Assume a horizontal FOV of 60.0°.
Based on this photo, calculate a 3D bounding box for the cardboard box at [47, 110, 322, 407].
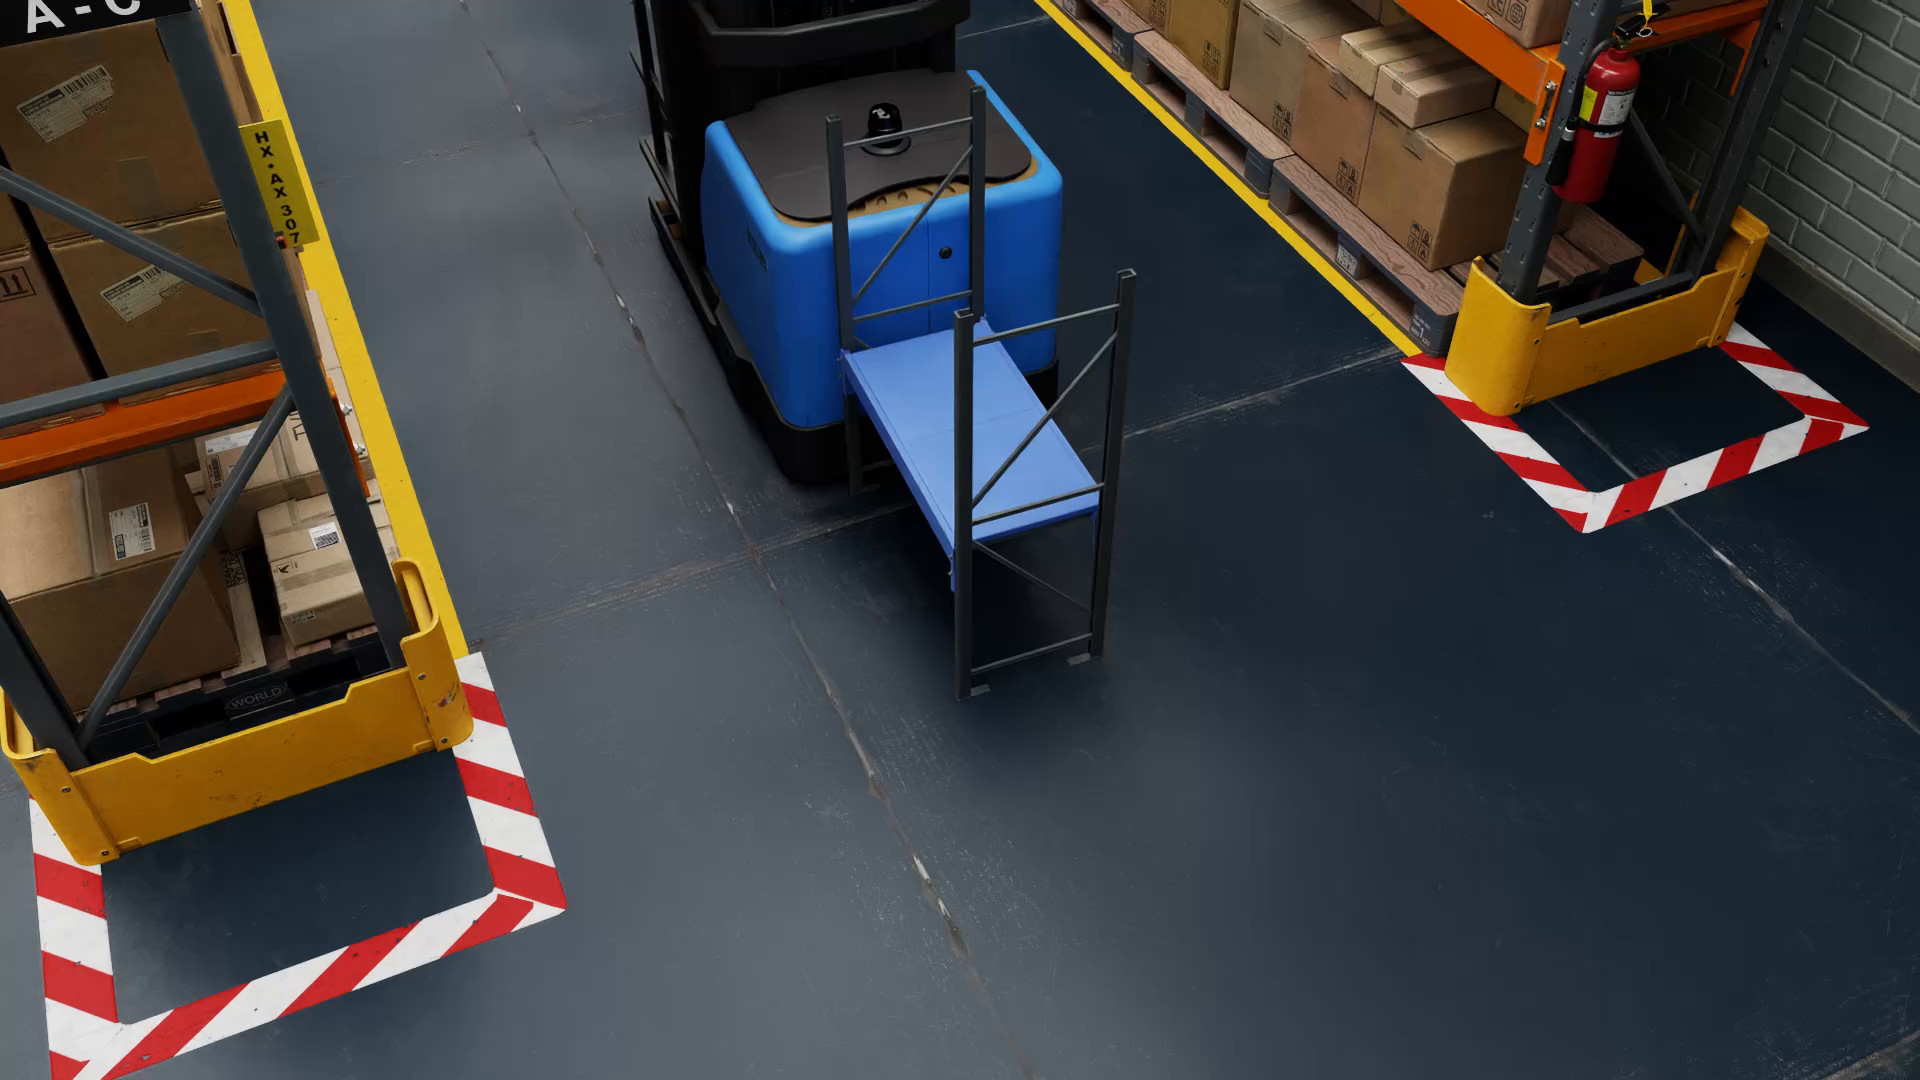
[{"bbox_3d":[-2.005,-0.741,4.295,0.500,0.500,0.500,-17,47,-17],"label":"cardboard box"}]

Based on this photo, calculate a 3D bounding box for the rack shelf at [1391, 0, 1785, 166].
[{"bbox_3d":[1.594,-2.829,6.994,1.077,0.370,4.000,-18,47,-17],"label":"rack shelf"}]

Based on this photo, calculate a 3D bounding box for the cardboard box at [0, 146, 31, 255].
[{"bbox_3d":[-2.494,-0.939,3.783,0.500,0.500,0.500,-18,48,-18],"label":"cardboard box"}]

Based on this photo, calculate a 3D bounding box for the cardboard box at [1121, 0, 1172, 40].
[{"bbox_3d":[1.183,-2.791,7.924,0.700,0.500,0.500,-18,48,-18],"label":"cardboard box"}]

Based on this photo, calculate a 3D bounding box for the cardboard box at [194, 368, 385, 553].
[{"bbox_3d":[-2.239,-0.272,5.534,0.500,0.250,0.500,-18,47,-17],"label":"cardboard box"}]

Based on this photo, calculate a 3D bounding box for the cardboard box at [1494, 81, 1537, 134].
[{"bbox_3d":[2.284,-1.697,6.353,0.380,0.149,0.250,-18,47,-17],"label":"cardboard box"}]

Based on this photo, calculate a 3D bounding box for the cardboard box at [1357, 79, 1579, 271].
[{"bbox_3d":[2.050,-1.487,6.602,0.700,0.500,0.500,-18,47,-17],"label":"cardboard box"}]

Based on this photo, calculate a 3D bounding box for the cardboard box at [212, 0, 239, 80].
[{"bbox_3d":[-2.644,-1.708,5.274,0.500,0.500,0.500,-17,47,-17],"label":"cardboard box"}]

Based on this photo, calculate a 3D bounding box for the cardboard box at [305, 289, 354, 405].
[{"bbox_3d":[-2.449,-0.591,5.857,0.500,0.250,0.500,-18,47,-17],"label":"cardboard box"}]

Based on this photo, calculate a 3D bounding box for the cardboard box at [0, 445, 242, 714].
[{"bbox_3d":[-2.510,0.114,4.965,0.500,0.500,0.500,-18,47,-17],"label":"cardboard box"}]

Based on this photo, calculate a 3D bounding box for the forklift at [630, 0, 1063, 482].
[{"bbox_3d":[-0.663,-2.298,5.992,1.130,2.935,3.031,-16,47,-15],"label":"forklift"}]

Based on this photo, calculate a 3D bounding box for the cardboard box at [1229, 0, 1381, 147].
[{"bbox_3d":[1.628,-2.126,7.250,0.700,0.500,0.500,-19,48,-19],"label":"cardboard box"}]

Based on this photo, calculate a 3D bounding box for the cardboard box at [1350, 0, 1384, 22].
[{"bbox_3d":[1.858,-2.341,7.006,0.380,0.149,0.250,-17,47,-17],"label":"cardboard box"}]

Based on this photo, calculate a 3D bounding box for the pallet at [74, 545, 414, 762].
[{"bbox_3d":[-2.426,0.091,5.507,1.003,0.211,1.213,-18,47,-17],"label":"pallet"}]

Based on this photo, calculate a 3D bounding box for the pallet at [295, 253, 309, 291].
[{"bbox_3d":[-2.935,-0.685,6.294,1.003,0.211,1.213,-18,47,-17],"label":"pallet"}]

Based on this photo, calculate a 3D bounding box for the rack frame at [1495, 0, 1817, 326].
[{"bbox_3d":[2.435,-1.810,5.449,1.000,3.000,0.127,-18,47,-17],"label":"rack frame"}]

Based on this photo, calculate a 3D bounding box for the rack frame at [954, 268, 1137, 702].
[{"bbox_3d":[0.221,-0.099,4.783,0.500,1.500,0.032,-16,47,-15],"label":"rack frame"}]

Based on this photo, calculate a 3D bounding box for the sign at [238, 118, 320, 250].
[{"bbox_3d":[-1.565,-0.814,3.823,0.100,0.325,0.005,-18,47,-17],"label":"sign"}]

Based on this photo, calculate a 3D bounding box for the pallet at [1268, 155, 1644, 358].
[{"bbox_3d":[2.028,-1.304,6.922,1.003,0.211,1.213,-18,47,-17],"label":"pallet"}]

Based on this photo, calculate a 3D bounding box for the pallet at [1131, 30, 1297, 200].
[{"bbox_3d":[1.519,-2.081,7.708,1.003,0.211,1.213,-18,47,-17],"label":"pallet"}]

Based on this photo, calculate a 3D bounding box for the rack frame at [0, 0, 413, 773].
[{"bbox_3d":[-2.057,-0.345,3.964,1.000,3.000,0.127,-18,47,-17],"label":"rack frame"}]

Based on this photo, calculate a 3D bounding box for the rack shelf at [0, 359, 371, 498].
[{"bbox_3d":[-2.898,-1.364,5.509,1.077,0.370,4.000,-18,47,-17],"label":"rack shelf"}]

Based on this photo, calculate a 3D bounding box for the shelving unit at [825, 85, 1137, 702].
[{"bbox_3d":[0.032,-0.430,5.118,0.538,1.500,1.048,-16,47,-15],"label":"shelving unit"}]

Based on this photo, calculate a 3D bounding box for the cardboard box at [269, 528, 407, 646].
[{"bbox_3d":[-1.922,0.145,5.184,0.380,0.149,0.250,-18,47,-17],"label":"cardboard box"}]

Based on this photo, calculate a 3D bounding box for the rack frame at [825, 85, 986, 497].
[{"bbox_3d":[-0.158,-0.762,5.454,0.500,1.500,0.032,-16,47,-15],"label":"rack frame"}]

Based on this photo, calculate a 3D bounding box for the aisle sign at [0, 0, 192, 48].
[{"bbox_3d":[-1.762,-1.314,3.095,0.394,0.787,0.004,-18,47,-17],"label":"aisle sign"}]

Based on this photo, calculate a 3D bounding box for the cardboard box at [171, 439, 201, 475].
[{"bbox_3d":[-2.882,-0.411,5.675,0.500,0.250,0.500,-18,47,-17],"label":"cardboard box"}]

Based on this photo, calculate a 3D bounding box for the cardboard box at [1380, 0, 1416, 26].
[{"bbox_3d":[1.966,-2.179,6.842,0.380,0.149,0.250,-18,47,-17],"label":"cardboard box"}]

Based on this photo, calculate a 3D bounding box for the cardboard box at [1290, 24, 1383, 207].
[{"bbox_3d":[1.840,-1.806,6.925,0.700,0.500,0.500,-18,47,-18],"label":"cardboard box"}]

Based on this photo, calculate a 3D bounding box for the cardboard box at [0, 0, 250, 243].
[{"bbox_3d":[-2.005,-1.097,3.943,0.500,0.500,0.500,-17,47,-16],"label":"cardboard box"}]

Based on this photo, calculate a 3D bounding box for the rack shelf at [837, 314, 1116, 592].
[{"bbox_3d":[0.032,-0.302,5.245,0.538,0.185,1.000,-16,47,-15],"label":"rack shelf"}]

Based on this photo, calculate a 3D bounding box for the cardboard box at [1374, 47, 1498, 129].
[{"bbox_3d":[1.831,-1.746,6.402,0.380,0.149,0.250,-19,48,-18],"label":"cardboard box"}]

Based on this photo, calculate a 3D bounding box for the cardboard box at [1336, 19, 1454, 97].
[{"bbox_3d":[1.723,-1.908,6.567,0.380,0.149,0.250,-17,47,-16],"label":"cardboard box"}]

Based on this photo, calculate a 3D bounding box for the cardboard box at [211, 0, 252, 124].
[{"bbox_3d":[-2.435,-1.389,4.951,0.500,0.500,0.500,-18,47,-18],"label":"cardboard box"}]

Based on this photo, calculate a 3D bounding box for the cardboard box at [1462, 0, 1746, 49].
[{"bbox_3d":[2.212,-2.239,5.670,0.980,0.700,0.700,-16,47,-16],"label":"cardboard box"}]

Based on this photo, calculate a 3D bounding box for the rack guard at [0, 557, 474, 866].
[{"bbox_3d":[-2.089,0.496,4.891,1.175,0.500,0.348,-18,47,-17],"label":"rack guard"}]

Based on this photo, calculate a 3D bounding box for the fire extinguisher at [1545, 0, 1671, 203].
[{"bbox_3d":[2.080,-1.418,5.372,0.296,0.674,0.183,-18,47,-17],"label":"fire extinguisher"}]

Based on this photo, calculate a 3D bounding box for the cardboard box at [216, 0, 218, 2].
[{"bbox_3d":[-3.722,-2.541,7.656,0.500,0.500,0.500,-20,48,-19],"label":"cardboard box"}]

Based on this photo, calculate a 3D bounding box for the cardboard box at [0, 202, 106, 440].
[{"bbox_3d":[-2.493,-0.586,4.137,0.500,0.500,0.500,-17,47,-16],"label":"cardboard box"}]

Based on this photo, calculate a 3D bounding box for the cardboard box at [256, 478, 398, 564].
[{"bbox_3d":[-2.027,-0.021,5.340,0.380,0.166,0.250,-18,47,-17],"label":"cardboard box"}]

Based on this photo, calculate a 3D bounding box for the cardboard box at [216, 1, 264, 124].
[{"bbox_3d":[-3.242,-1.882,6.988,0.500,0.500,0.500,-18,47,-17],"label":"cardboard box"}]

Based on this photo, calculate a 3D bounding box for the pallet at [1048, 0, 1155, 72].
[{"bbox_3d":[1.002,-2.859,8.497,1.003,0.211,1.213,-18,47,-17],"label":"pallet"}]

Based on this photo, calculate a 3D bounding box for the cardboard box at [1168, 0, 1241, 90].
[{"bbox_3d":[1.397,-2.463,7.592,0.700,0.500,0.500,-17,47,-16],"label":"cardboard box"}]

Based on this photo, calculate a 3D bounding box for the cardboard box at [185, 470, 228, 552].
[{"bbox_3d":[-2.598,-0.052,5.371,0.380,0.166,0.250,-18,47,-17],"label":"cardboard box"}]

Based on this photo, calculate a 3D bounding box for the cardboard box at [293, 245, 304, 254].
[{"bbox_3d":[-2.927,-1.336,6.570,0.500,0.311,0.500,-18,47,-17],"label":"cardboard box"}]

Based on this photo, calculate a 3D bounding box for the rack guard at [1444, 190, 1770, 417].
[{"bbox_3d":[2.446,-0.905,6.312,1.175,0.500,0.348,-18,47,-17],"label":"rack guard"}]
